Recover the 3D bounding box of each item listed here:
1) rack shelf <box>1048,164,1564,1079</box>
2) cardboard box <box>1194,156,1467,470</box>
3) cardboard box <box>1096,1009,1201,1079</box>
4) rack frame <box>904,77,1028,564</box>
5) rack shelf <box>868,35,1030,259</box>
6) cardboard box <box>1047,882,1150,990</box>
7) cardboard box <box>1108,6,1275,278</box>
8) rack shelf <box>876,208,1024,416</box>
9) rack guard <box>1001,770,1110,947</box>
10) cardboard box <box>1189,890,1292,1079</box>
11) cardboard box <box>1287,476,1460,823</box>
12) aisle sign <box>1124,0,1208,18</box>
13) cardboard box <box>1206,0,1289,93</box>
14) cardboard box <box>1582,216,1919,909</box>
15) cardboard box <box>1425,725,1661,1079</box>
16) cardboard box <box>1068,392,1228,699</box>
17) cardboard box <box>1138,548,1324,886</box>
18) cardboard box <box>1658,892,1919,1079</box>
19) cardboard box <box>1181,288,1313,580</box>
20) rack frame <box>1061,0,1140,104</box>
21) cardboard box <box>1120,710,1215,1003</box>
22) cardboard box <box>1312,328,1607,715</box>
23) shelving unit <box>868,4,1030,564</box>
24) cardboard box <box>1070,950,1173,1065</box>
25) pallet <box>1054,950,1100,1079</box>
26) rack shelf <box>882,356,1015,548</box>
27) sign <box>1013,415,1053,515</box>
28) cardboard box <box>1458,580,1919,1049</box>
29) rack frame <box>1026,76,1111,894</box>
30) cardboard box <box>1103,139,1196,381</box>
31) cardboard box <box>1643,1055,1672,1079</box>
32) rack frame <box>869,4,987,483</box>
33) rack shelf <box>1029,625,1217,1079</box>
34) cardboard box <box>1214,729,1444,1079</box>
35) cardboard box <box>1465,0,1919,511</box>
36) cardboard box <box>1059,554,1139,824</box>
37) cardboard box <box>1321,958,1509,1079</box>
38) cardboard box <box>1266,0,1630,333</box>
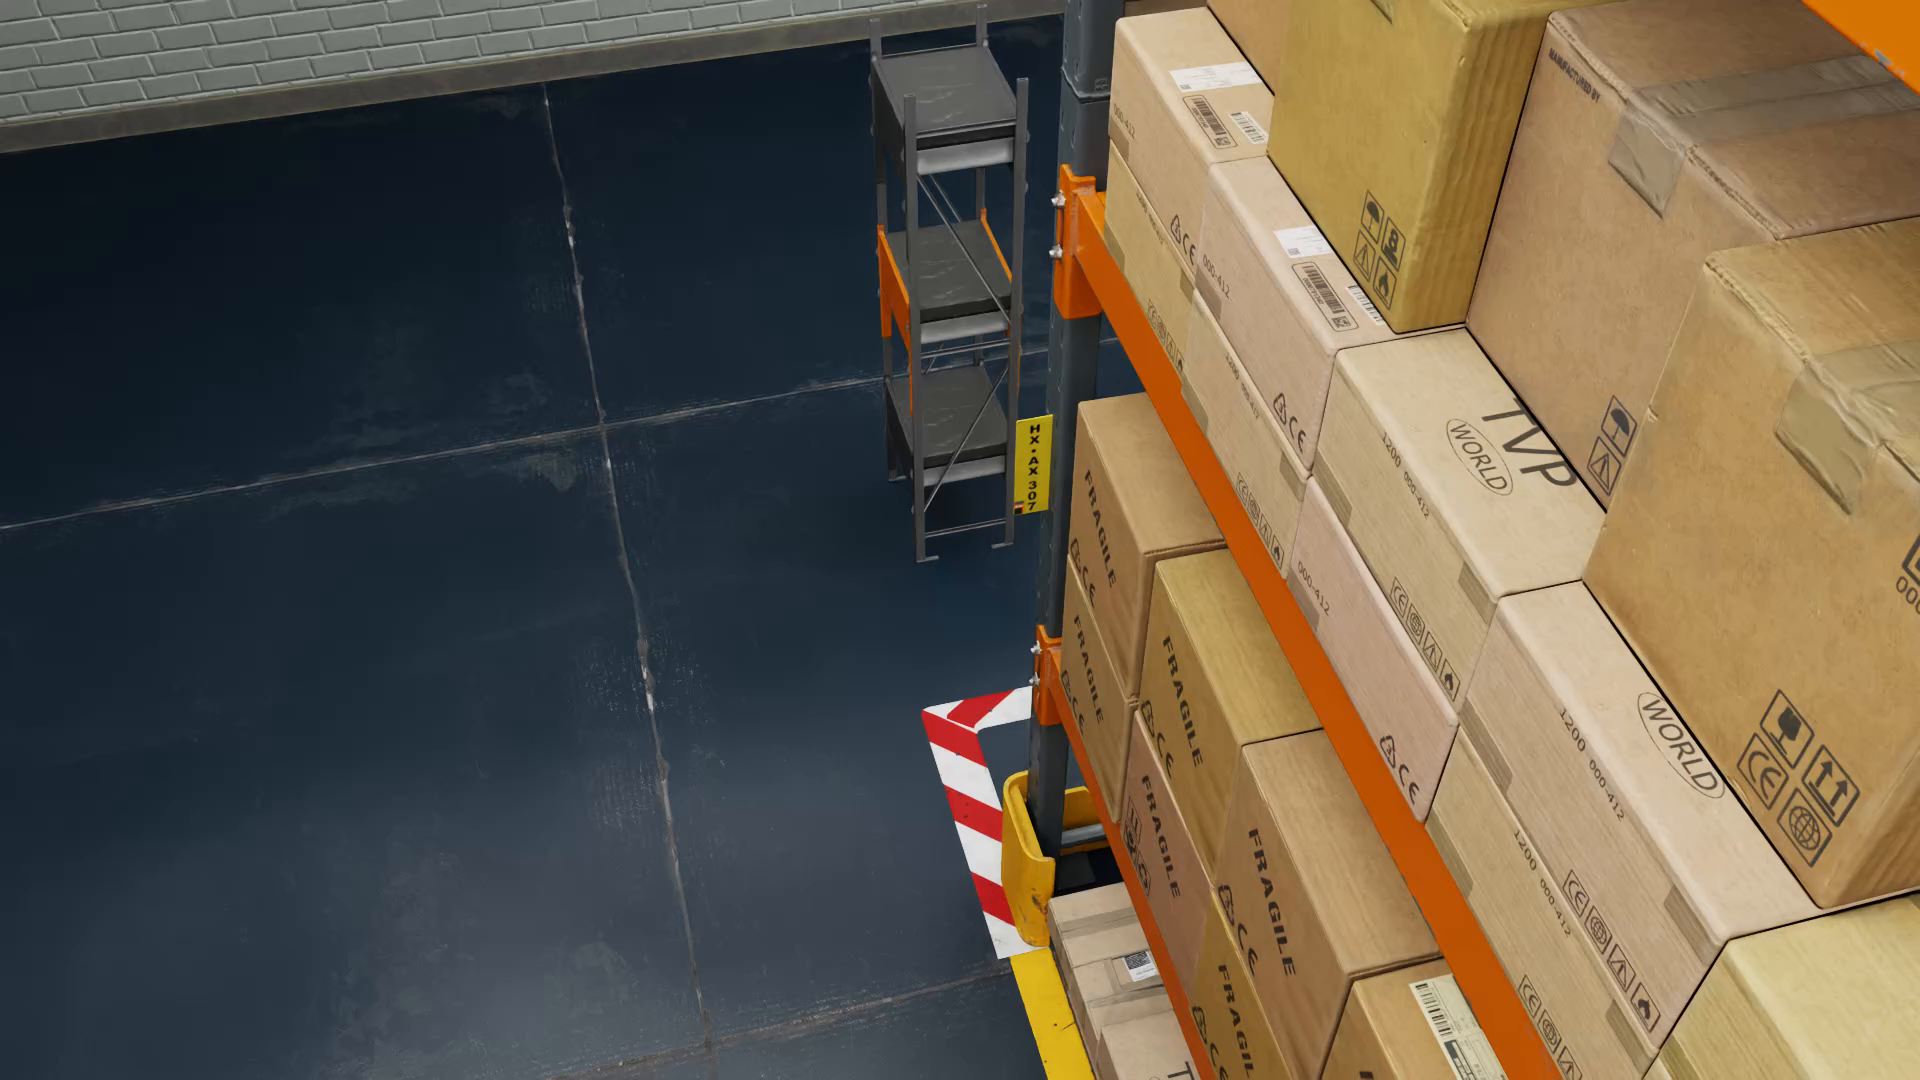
[{"bbox_3d":[1.225,0.599,2.467,1.077,0.370,4.000,-11,47,-10],"label":"rack shelf"},{"bbox_3d":[0.714,-0.408,2.704,0.500,0.250,0.500,-11,47,-10],"label":"cardboard box"},{"bbox_3d":[0.706,1.597,4.702,0.500,0.250,0.500,-11,47,-10],"label":"cardboard box"},{"bbox_3d":[0.020,-0.681,5.947,0.400,2.100,0.015,-11,47,-10],"label":"rack frame"},{"bbox_3d":[-0.042,-1.330,5.622,0.431,0.518,0.480,-11,47,-10],"label":"rack shelf"},{"bbox_3d":[0.488,1.212,5.150,0.380,0.149,0.250,-11,47,-10],"label":"cardboard box"},{"bbox_3d":[0.593,-0.754,3.044,0.500,0.250,0.500,-11,47,-10],"label":"cardboard box"},{"bbox_3d":[-0.042,-0.840,6.122,0.431,0.518,0.480,-11,47,-10],"label":"rack shelf"},{"bbox_3d":[0.732,0.943,5.476,1.175,0.500,0.348,-11,47,-10],"label":"rack guard"},{"bbox_3d":[0.834,1.038,3.563,0.500,0.500,0.500,-11,47,-10],"label":"cardboard box"},{"bbox_3d":[0.844,0.112,2.545,0.500,0.250,0.500,-11,47,-10],"label":"cardboard box"},{"bbox_3d":[0.411,-0.888,3.699,0.394,0.787,0.004,-11,47,-10],"label":"aisle sign"},{"bbox_3d":[0.860,-1.067,2.825,0.700,0.500,0.500,-11,47,-10],"label":"cardboard box"},{"bbox_3d":[1.175,-0.019,1.798,0.700,0.500,0.500,-11,47,-10],"label":"cardboard box"},{"bbox_3d":[0.978,0.456,2.208,0.500,0.250,0.500,-11,47,-10],"label":"cardboard box"},{"bbox_3d":[0.571,-0.015,3.894,0.500,0.500,0.500,-9,46,-9],"label":"cardboard box"},{"bbox_3d":[0.713,0.345,3.542,0.500,0.500,0.500,-10,46,-10],"label":"cardboard box"},{"bbox_3d":[1.099,0.628,1.690,0.500,0.250,0.500,-11,47,-10],"label":"cardboard box"},{"bbox_3d":[0.714,-0.233,2.883,0.500,0.250,0.500,-11,47,-10],"label":"cardboard box"},{"bbox_3d":[0.713,-2.084,2.492,1.000,3.000,0.127,-11,47,-10],"label":"rack frame"},{"bbox_3d":[0.709,0.691,3.903,0.500,0.500,0.500,-11,47,-11],"label":"cardboard box"},{"bbox_3d":[0.848,-0.064,2.367,0.500,0.250,0.500,-11,47,-10],"label":"cardboard box"},{"bbox_3d":[-0.042,-0.849,6.112,0.431,2.100,0.503,-11,47,-10],"label":"shelving unit"},{"bbox_3d":[0.552,1.378,4.975,0.380,0.166,0.250,-11,47,-10],"label":"cardboard box"},{"bbox_3d":[0.937,1.595,5.040,1.003,0.211,1.213,-11,47,-10],"label":"pallet"},{"bbox_3d":[-0.042,-0.350,6.622,0.431,0.518,0.480,-11,47,-10],"label":"rack shelf"},{"bbox_3d":[0.188,-0.188,4.228,0.100,0.325,0.005,-11,47,-10],"label":"sign"},{"bbox_3d":[0.972,0.282,2.028,0.500,0.250,0.500,-11,47,-10],"label":"cardboard box"},{"bbox_3d":[0.713,0.016,4.634,1.000,3.000,0.127,-11,47,-10],"label":"rack frame"},{"bbox_3d":[0.598,-0.580,3.223,0.500,0.250,0.500,-11,47,-10],"label":"cardboard box"},{"bbox_3d":[1.101,0.802,1.868,0.500,0.250,0.500,-11,47,-10],"label":"cardboard box"},{"bbox_3d":[-0.105,-1.018,6.277,0.400,2.100,0.015,-11,47,-10],"label":"rack frame"},{"bbox_3d":[1.225,1.648,3.538,1.077,0.370,4.000,-11,47,-10],"label":"rack shelf"},{"bbox_3d":[0.836,0.691,3.202,0.500,0.500,0.500,-10,46,-10],"label":"cardboard box"},{"bbox_3d":[1.138,-0.381,2.153,0.700,0.500,0.500,-11,47,-10],"label":"cardboard box"},{"bbox_3d":[0.571,0.335,4.251,0.500,0.500,0.500,-10,46,-9],"label":"cardboard box"},{"bbox_3d":[0.967,1.042,2.859,0.500,0.500,0.500,-11,47,-11],"label":"cardboard box"},{"bbox_3d":[0.906,-0.707,2.472,0.700,0.500,0.500,-11,47,-10],"label":"cardboard box"}]
